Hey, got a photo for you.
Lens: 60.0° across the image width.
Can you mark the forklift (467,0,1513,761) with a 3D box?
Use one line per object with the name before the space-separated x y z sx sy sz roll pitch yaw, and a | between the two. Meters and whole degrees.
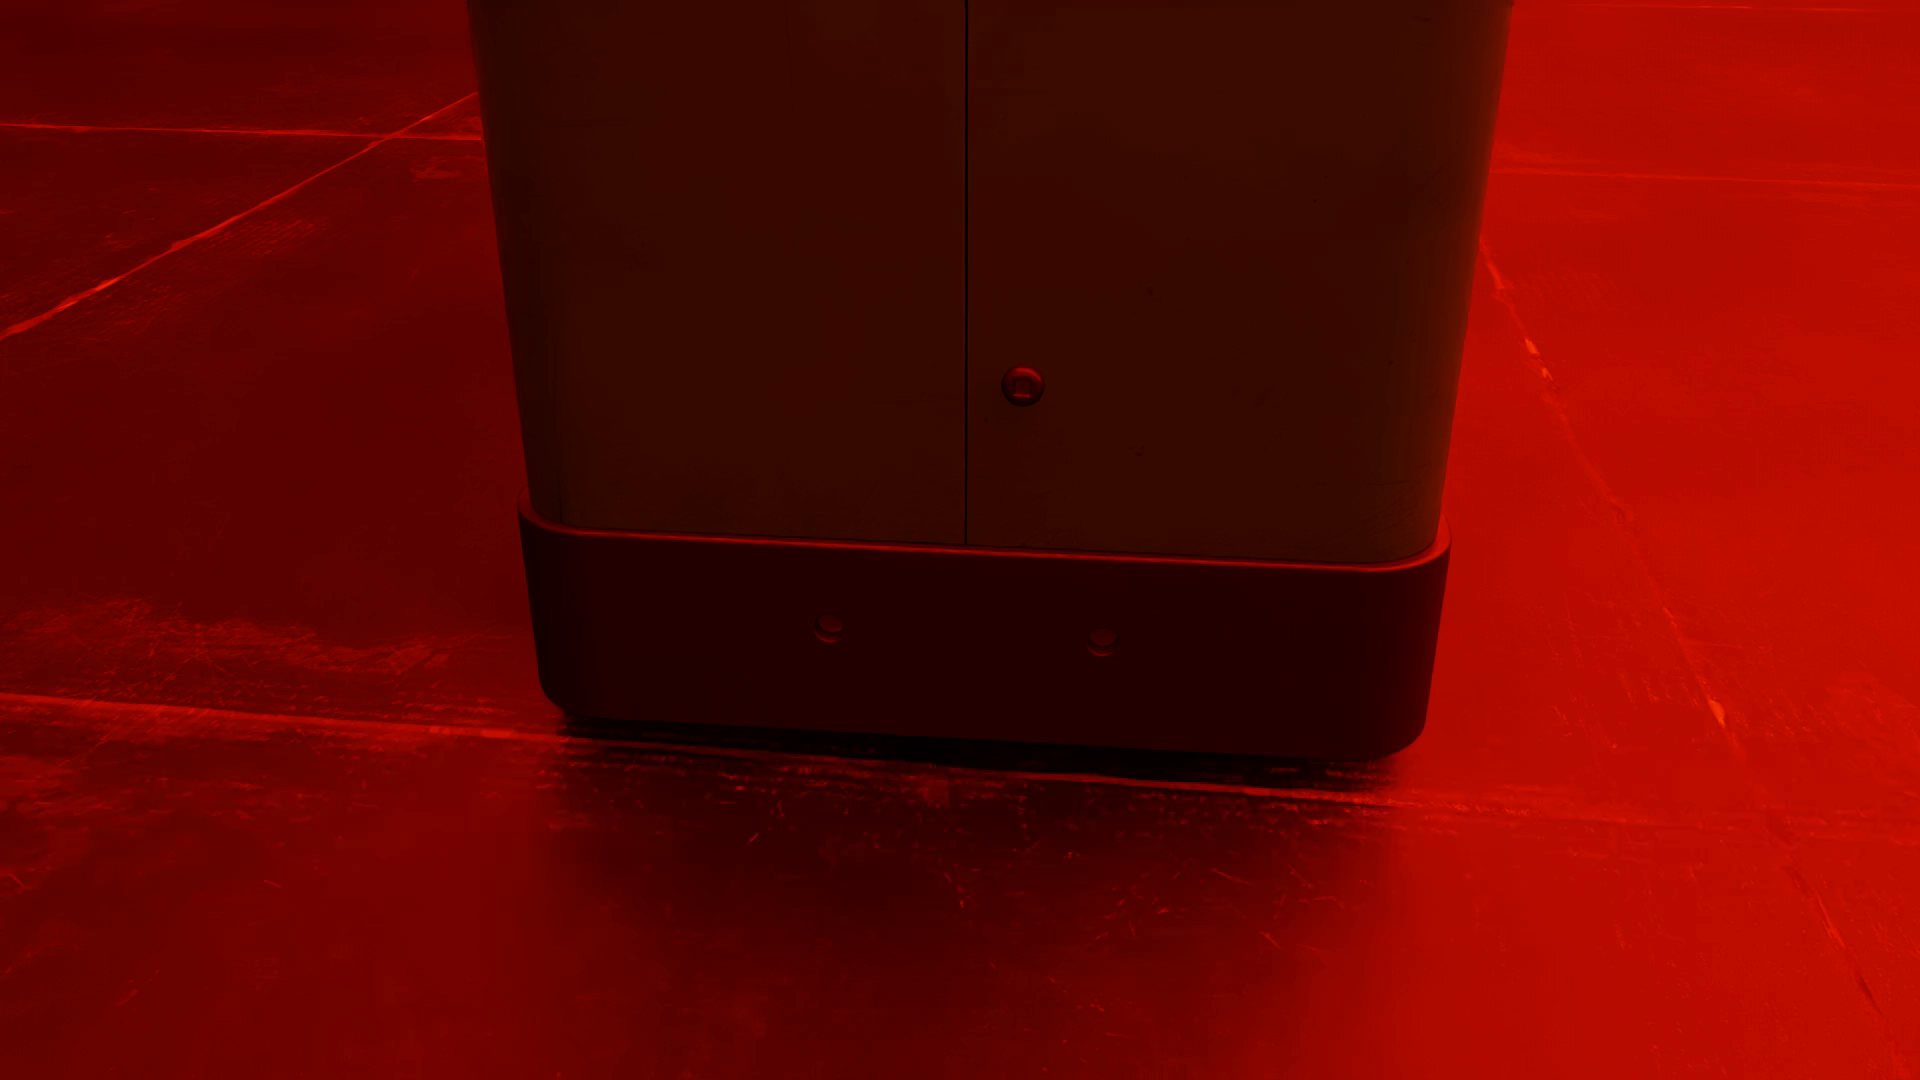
forklift | 0.160 -1.693 2.611 1.130 2.935 3.031 3 27 5
